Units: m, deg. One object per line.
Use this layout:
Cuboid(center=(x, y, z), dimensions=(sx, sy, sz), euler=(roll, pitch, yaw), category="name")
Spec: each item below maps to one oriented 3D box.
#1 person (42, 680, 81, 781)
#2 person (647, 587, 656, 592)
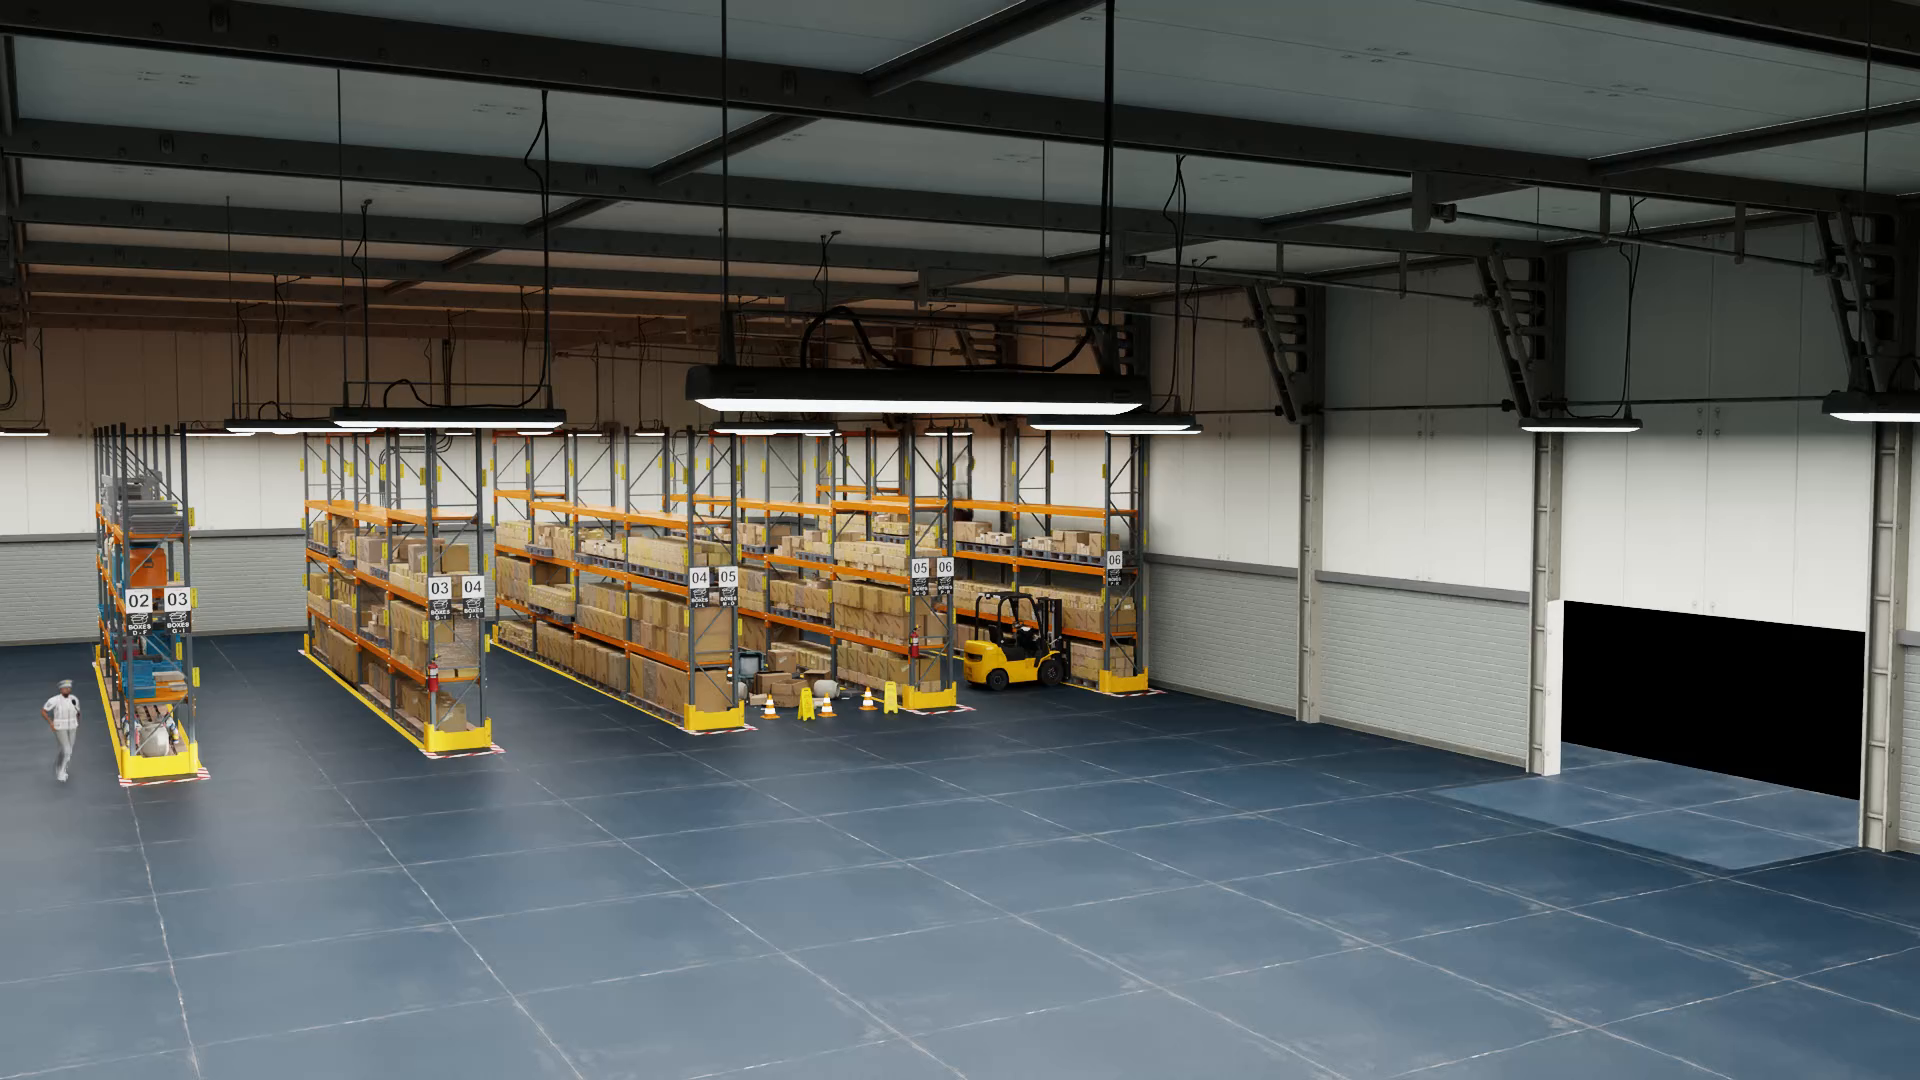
Cuboid(center=(-15.032, 3.195, 27.944), dimensions=(0.689, 1.708, 0.549), euler=(2, 4, 34), category="person")
Cuboid(center=(-8.282, 2.104, 45.240), dimensions=(0.885, 1.700, 0.642), euler=(3, 5, 45), category="person")
